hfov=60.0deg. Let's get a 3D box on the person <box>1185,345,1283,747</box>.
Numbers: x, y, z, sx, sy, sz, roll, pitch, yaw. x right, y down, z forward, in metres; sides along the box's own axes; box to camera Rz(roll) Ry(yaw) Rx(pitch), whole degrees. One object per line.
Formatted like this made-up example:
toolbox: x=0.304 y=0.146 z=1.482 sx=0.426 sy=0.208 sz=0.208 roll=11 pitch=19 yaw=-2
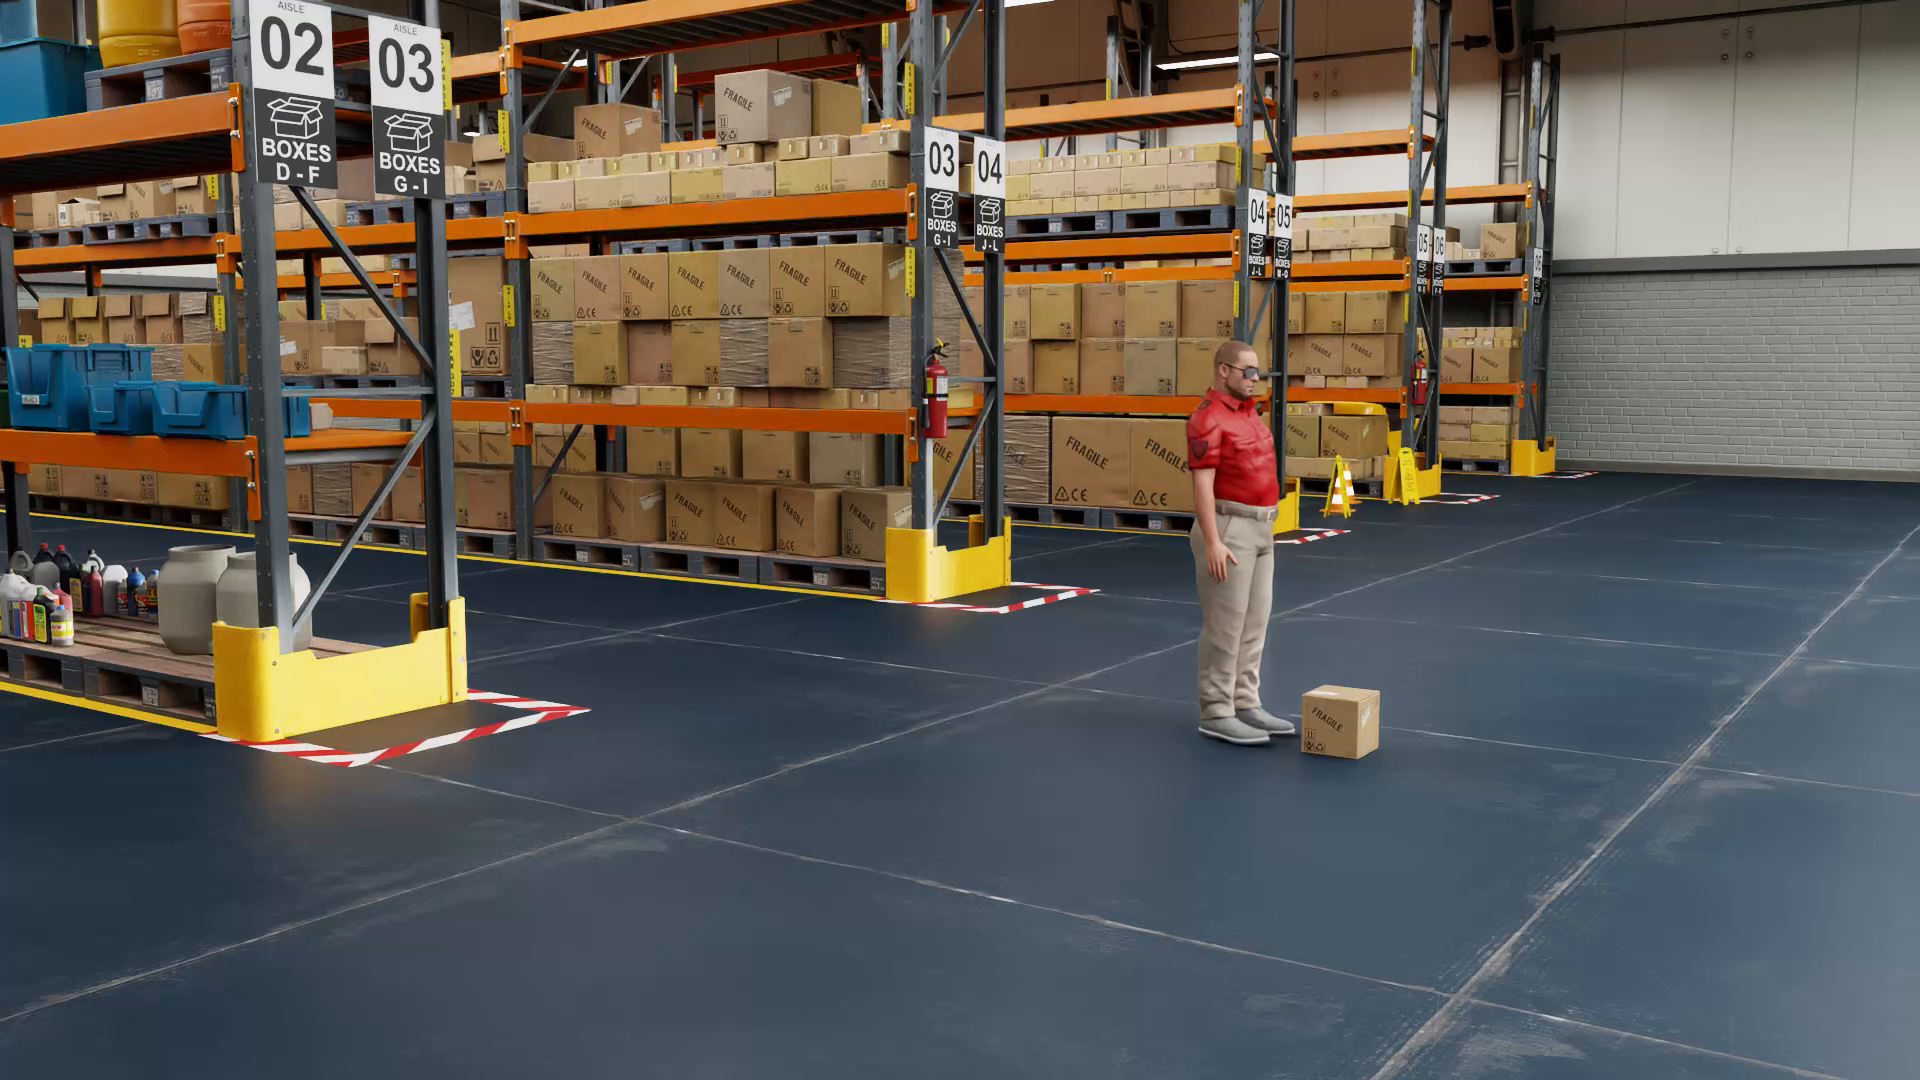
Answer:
person: x=1.229 y=0.012 z=7.281 sx=0.360 sy=1.723 sz=0.527 roll=4 pitch=8 yaw=35
